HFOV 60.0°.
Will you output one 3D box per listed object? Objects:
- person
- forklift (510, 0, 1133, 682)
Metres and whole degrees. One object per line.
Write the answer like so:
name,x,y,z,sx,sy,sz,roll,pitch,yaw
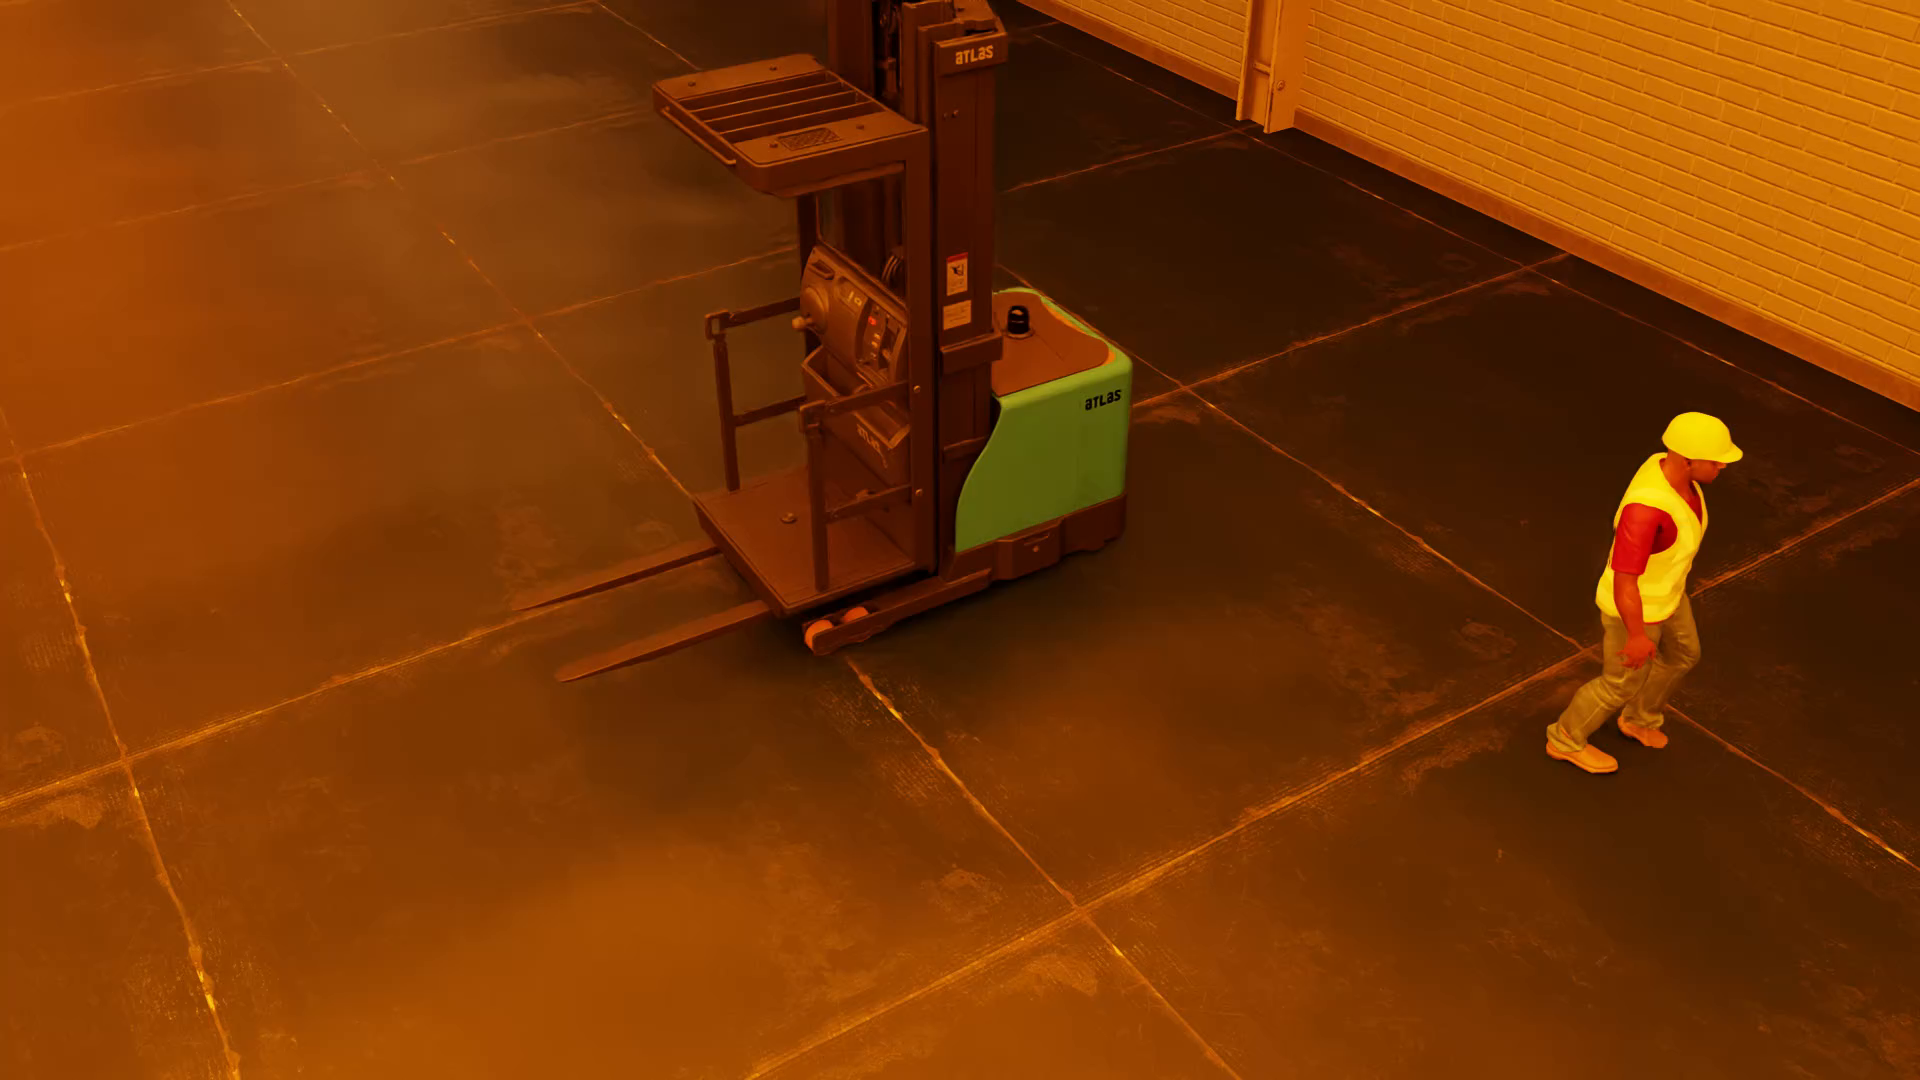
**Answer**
person,2.845,0.268,6.857,0.512,1.808,0.672,20,40,26
forklift,-0.667,-0.998,7.568,3.031,2.935,1.130,-19,39,-25
